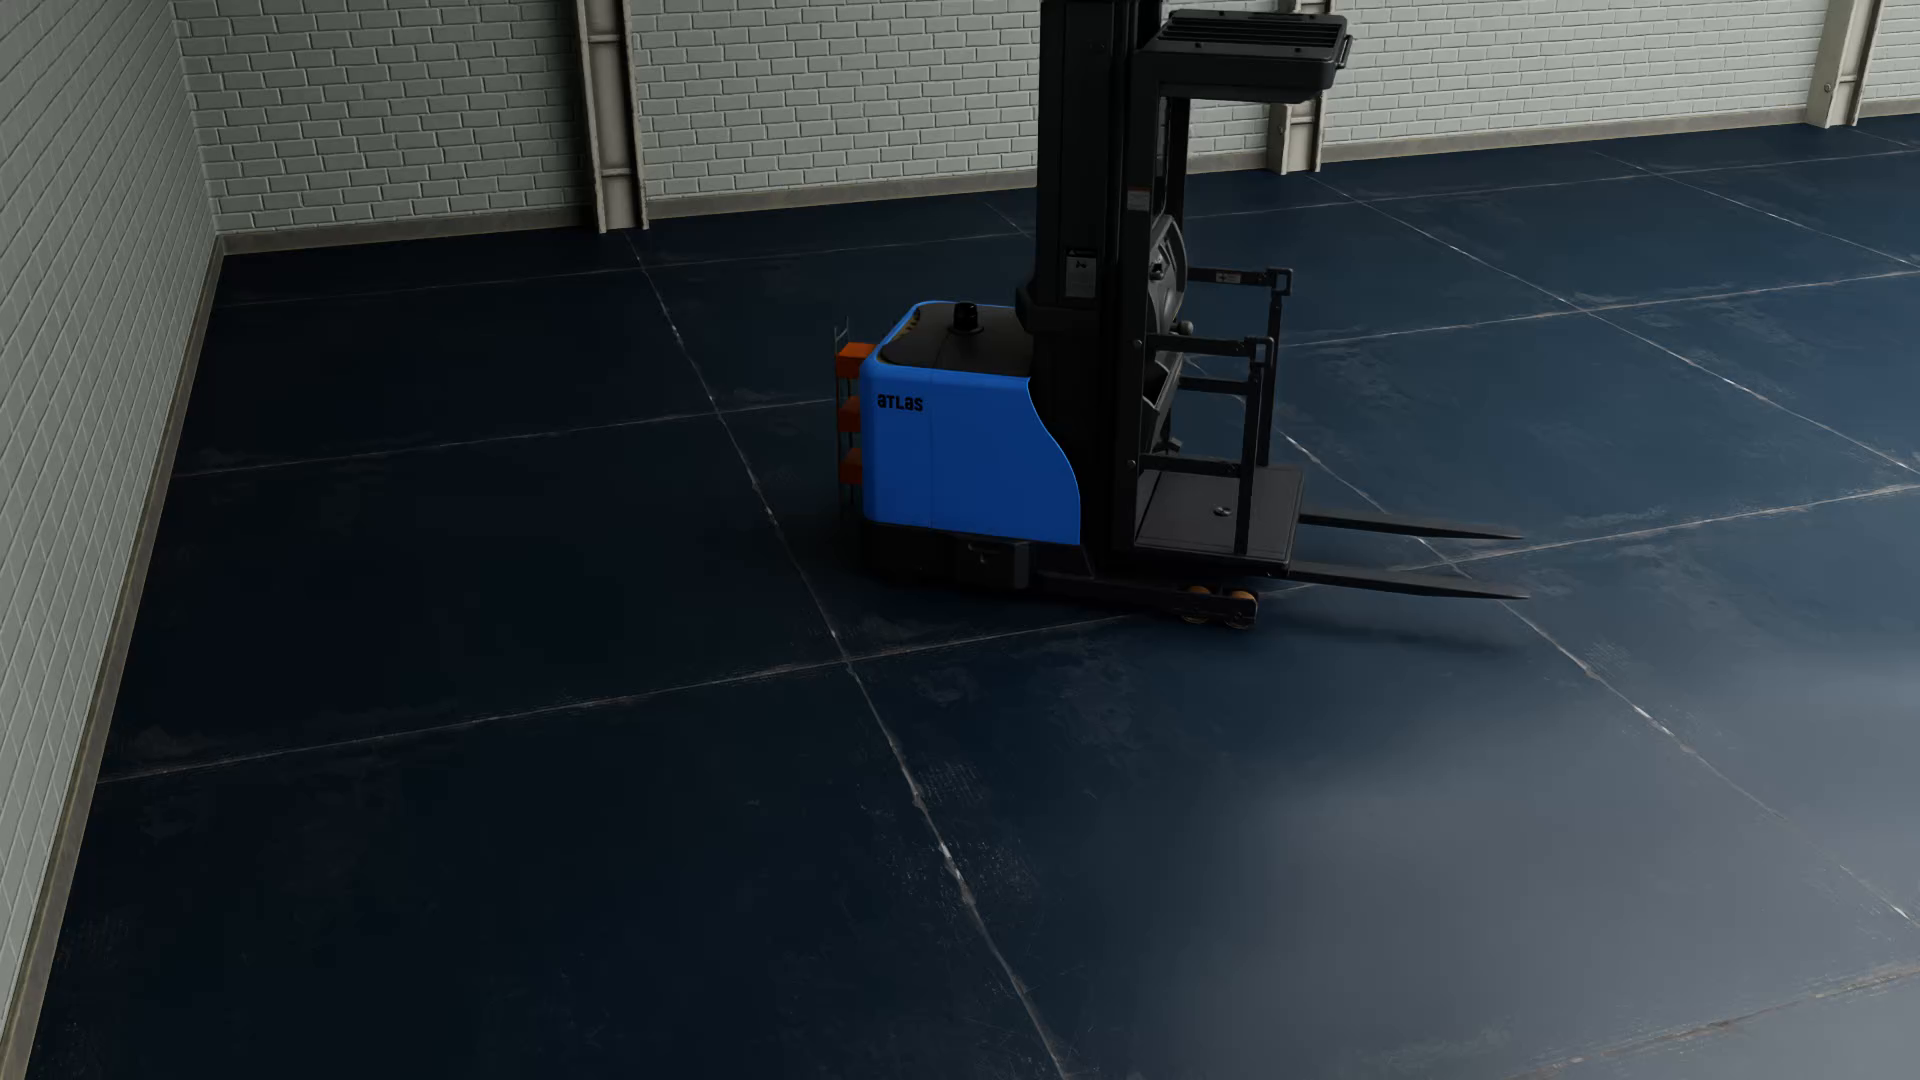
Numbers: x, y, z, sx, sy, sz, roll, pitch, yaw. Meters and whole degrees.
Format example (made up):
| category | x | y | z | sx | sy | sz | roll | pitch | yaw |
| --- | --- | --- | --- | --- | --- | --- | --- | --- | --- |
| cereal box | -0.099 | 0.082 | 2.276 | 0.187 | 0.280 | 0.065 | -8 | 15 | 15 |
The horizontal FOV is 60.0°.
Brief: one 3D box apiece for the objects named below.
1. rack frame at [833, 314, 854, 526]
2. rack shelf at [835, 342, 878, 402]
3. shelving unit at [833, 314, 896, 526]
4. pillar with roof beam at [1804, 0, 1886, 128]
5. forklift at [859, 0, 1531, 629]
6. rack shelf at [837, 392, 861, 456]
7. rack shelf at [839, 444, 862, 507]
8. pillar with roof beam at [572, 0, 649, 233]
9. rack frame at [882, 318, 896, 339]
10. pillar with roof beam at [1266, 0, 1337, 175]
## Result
| category | x | y | z | sx | sy | sz | roll | pitch | yaw |
| --- | --- | --- | --- | --- | --- | --- | --- | --- | --- |
| rack frame | -0.575 | -0.586 | 8.250 | 0.008 | 1.050 | 0.200 | 7 | 27 | 13 |
| rack shelf | -0.457 | -0.817 | 8.101 | 0.240 | 0.259 | 0.215 | 7 | 27 | 13 |
| shelving unit | -0.457 | -0.573 | 8.223 | 0.252 | 1.050 | 0.215 | 7 | 27 | 13 |
| pillar with roof beam | 10.033 | -6.378 | 10.977 | 0.400 | 9.000 | 9.100 | -8 | 28 | -16 |
| forklift | 1.106 | -1.178 | 7.326 | 3.031 | 2.935 | 1.130 | 7 | 27 | 13 |
| rack shelf | -0.457 | -0.563 | 8.227 | 0.240 | 0.259 | 0.215 | 7 | 27 | 13 |
| rack shelf | -0.457 | -0.314 | 8.351 | 0.240 | 0.259 | 0.215 | 7 | 27 | 13 |
| pillar with roof beam | -1.377 | -4.725 | 7.648 | 0.400 | 9.000 | 9.100 | -8 | 28 | -16 |
| rack frame | -0.339 | -0.559 | 8.195 | 0.008 | 1.050 | 0.200 | 7 | 27 | 13 |
| pillar with roof beam | 4.328 | -5.551 | 9.312 | 0.400 | 9.000 | 9.100 | -8 | 28 | -16 |
